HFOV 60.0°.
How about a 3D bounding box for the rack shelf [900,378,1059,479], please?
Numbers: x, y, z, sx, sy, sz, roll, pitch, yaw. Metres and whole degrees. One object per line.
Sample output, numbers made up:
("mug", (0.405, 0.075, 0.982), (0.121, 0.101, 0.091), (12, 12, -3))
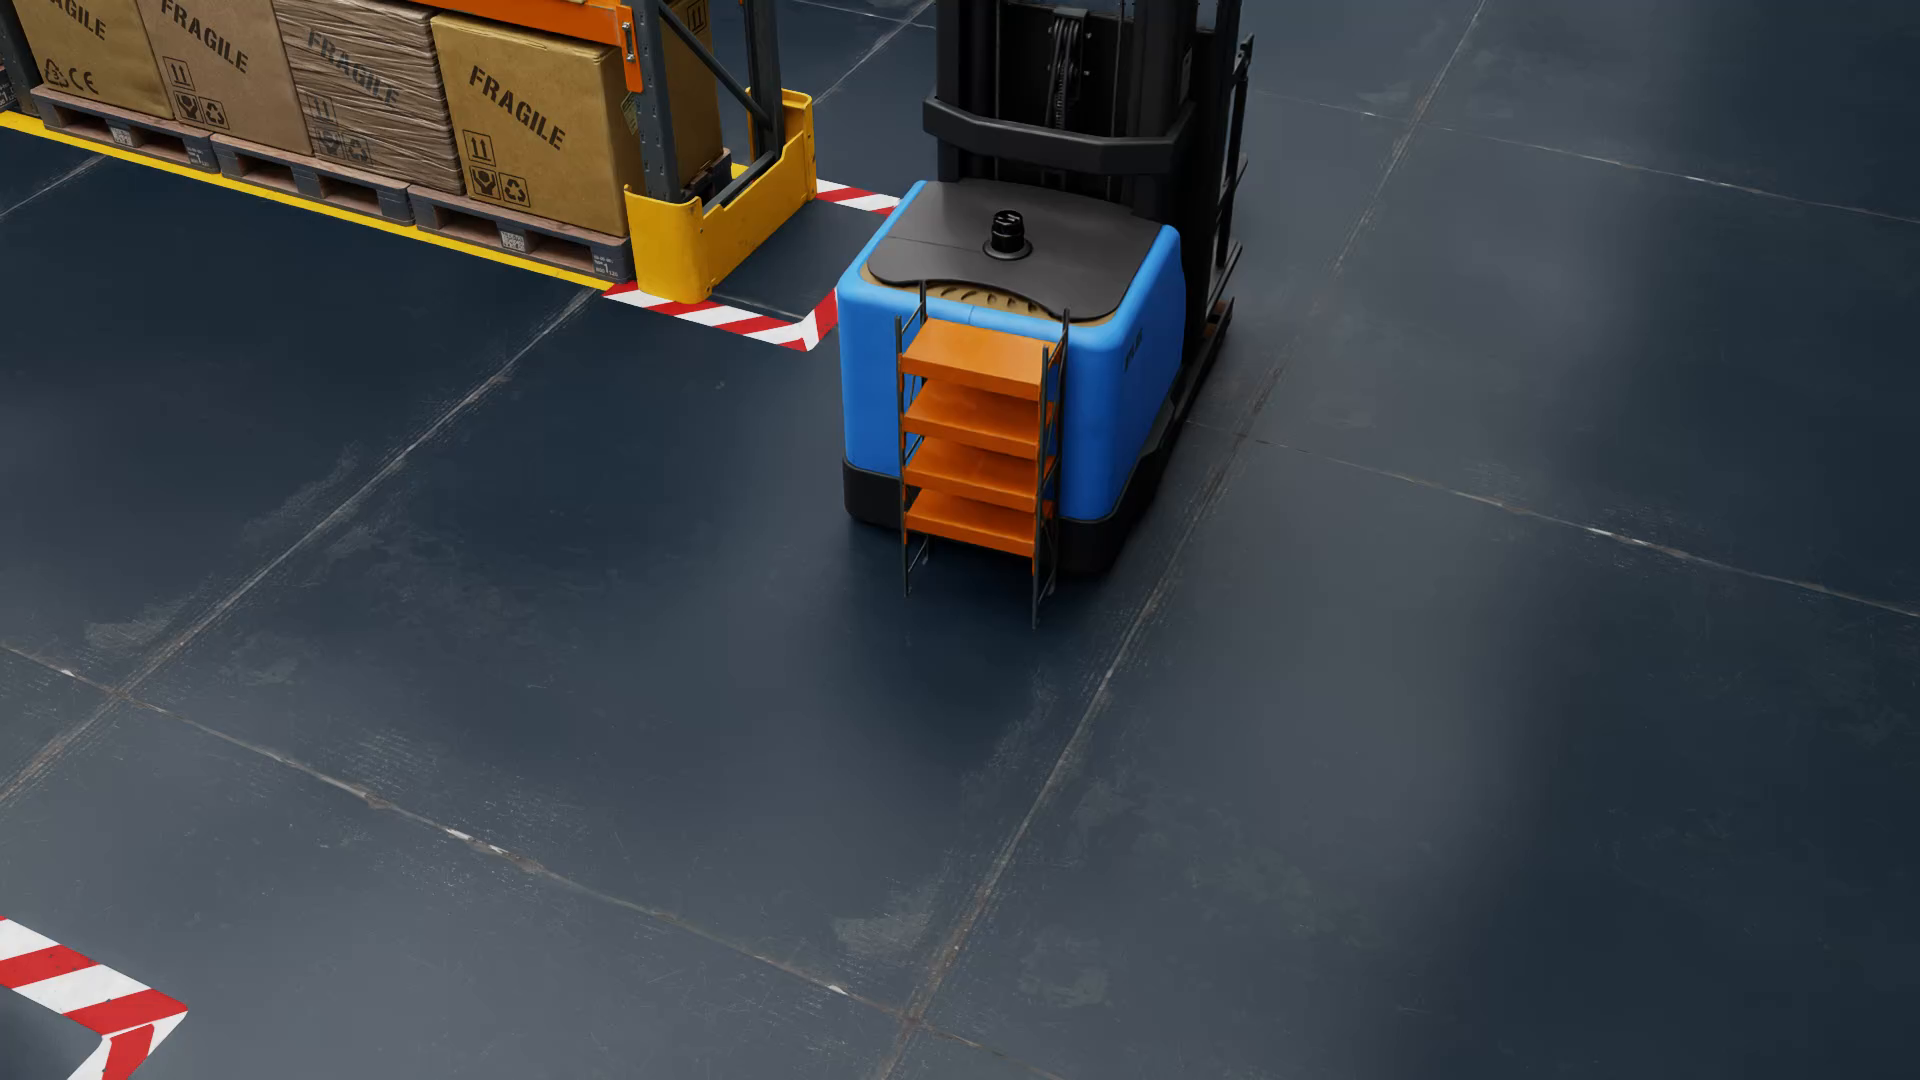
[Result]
("rack shelf", (0.071, -0.383, 5.537), (0.480, 0.148, 0.258), (13, 43, 15))

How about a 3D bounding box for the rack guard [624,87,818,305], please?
("rack guard", (-1.087, -1.627, 7.745), (0.348, 0.500, 1.175), (17, 44, 19))

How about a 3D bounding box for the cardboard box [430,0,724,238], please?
("cardboard box", (-1.722, -2.063, 7.642), (0.875, 0.875, 0.875), (17, 44, 19))

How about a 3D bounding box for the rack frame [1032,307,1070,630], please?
("rack frame", (0.301, -0.210, 5.576), (0.015, 1.200, 0.240), (13, 43, 15))

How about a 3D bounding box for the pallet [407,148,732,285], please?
("pallet", (-1.866, -1.699, 8.049), (1.213, 0.211, 1.003), (17, 44, 19))

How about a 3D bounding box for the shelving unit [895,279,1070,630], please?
("shelving unit", (0.071, -0.264, 5.639), (0.503, 1.200, 0.258), (13, 43, 15))

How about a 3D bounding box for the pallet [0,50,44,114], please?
("pallet", (-5.464, -2.801, 9.320), (1.213, 0.211, 1.003), (17, 44, 19))

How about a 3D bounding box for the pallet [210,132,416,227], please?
("pallet", (-2.968, -2.038, 8.440), (1.213, 0.211, 1.003), (17, 44, 19))

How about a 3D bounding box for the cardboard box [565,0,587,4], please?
("cardboard box", (-1.570, -2.386, 6.905), (0.250, 0.149, 0.380), (18, 44, 19))

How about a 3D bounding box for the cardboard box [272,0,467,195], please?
("cardboard box", (-2.547, -2.315, 7.933), (0.875, 0.875, 0.875), (17, 44, 19))

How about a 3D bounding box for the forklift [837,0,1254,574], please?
("forklift", (0.552, -1.961, 6.274), (1.130, 2.935, 3.031), (14, 43, 15))

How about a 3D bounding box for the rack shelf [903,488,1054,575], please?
("rack shelf", (0.071, -0.064, 5.813), (0.480, 0.148, 0.258), (13, 43, 15))

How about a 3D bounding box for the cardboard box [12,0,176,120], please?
("cardboard box", (-4.169, -2.811, 8.505), (0.875, 0.875, 0.875), (17, 44, 19))

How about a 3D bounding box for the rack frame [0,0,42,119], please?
("rack frame", (-4.733, -3.686, 8.212), (0.127, 3.000, 1.000), (17, 44, 19))

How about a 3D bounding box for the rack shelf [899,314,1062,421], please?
("rack shelf", (0.071, -0.561, 5.382), (0.480, 0.148, 0.258), (13, 43, 15))

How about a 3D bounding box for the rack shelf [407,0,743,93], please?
("rack shelf", (-2.921, -2.860, 7.809), (4.000, 0.370, 1.077), (17, 44, 19))

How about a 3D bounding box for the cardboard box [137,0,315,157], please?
("cardboard box", (-3.353, -2.562, 8.217), (0.875, 0.875, 0.875), (17, 44, 19))

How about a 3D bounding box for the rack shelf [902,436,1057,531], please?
("rack shelf", (0.071, -0.214, 5.683), (0.480, 0.148, 0.258), (13, 43, 15))

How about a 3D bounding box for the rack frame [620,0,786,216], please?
("rack frame", (-1.108, -2.578, 6.934), (0.127, 3.000, 1.000), (17, 44, 19))

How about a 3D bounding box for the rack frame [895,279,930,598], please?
("rack frame", (-0.158, -0.319, 5.702), (0.015, 1.200, 0.240), (13, 43, 15))

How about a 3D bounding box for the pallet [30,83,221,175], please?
("pallet", (-4.077, -2.375, 8.829), (1.213, 0.211, 1.003), (17, 44, 19))
